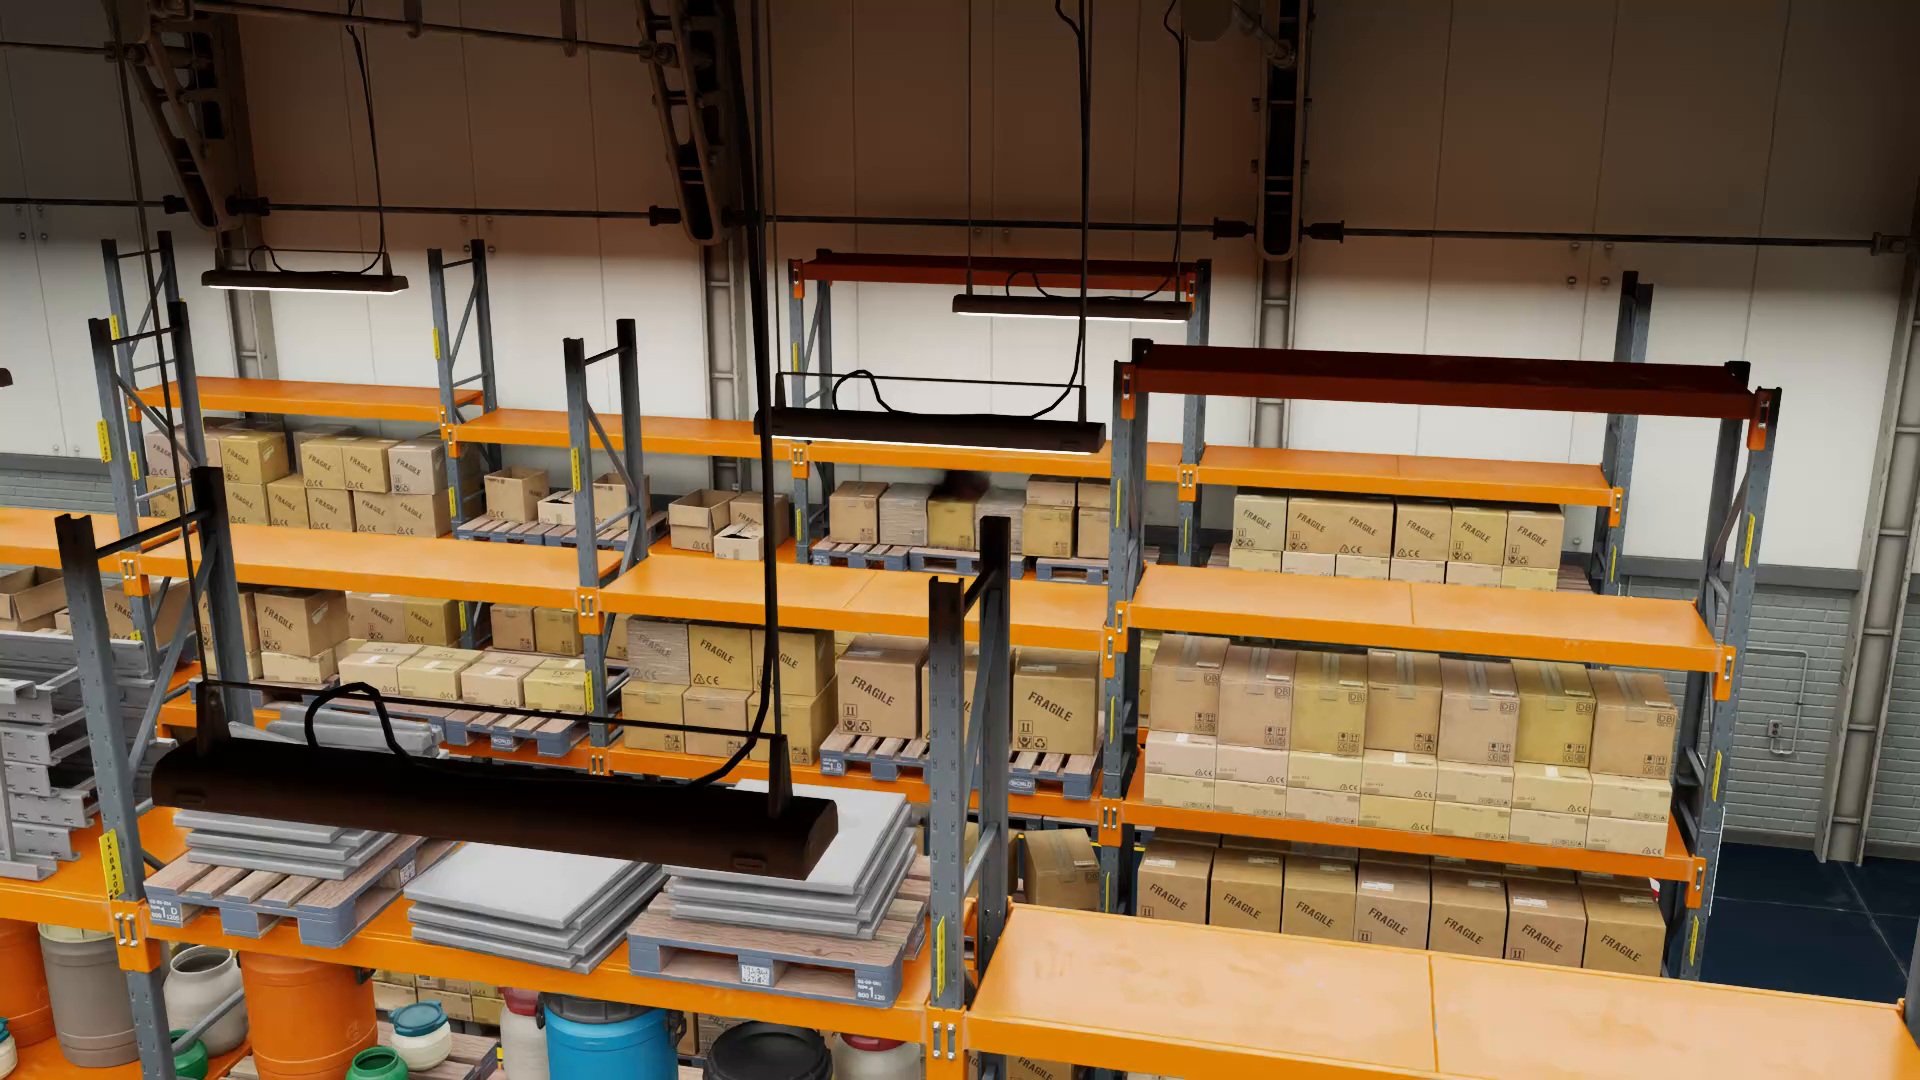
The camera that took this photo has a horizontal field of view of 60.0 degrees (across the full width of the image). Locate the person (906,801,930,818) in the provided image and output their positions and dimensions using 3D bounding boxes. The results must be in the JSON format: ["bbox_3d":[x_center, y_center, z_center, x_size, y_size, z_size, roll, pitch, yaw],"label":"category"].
[{"bbox_3d":[-0.452,2.344,15.639,0.482,0.554,0.349,-6,17,-19],"label":"person"}]
